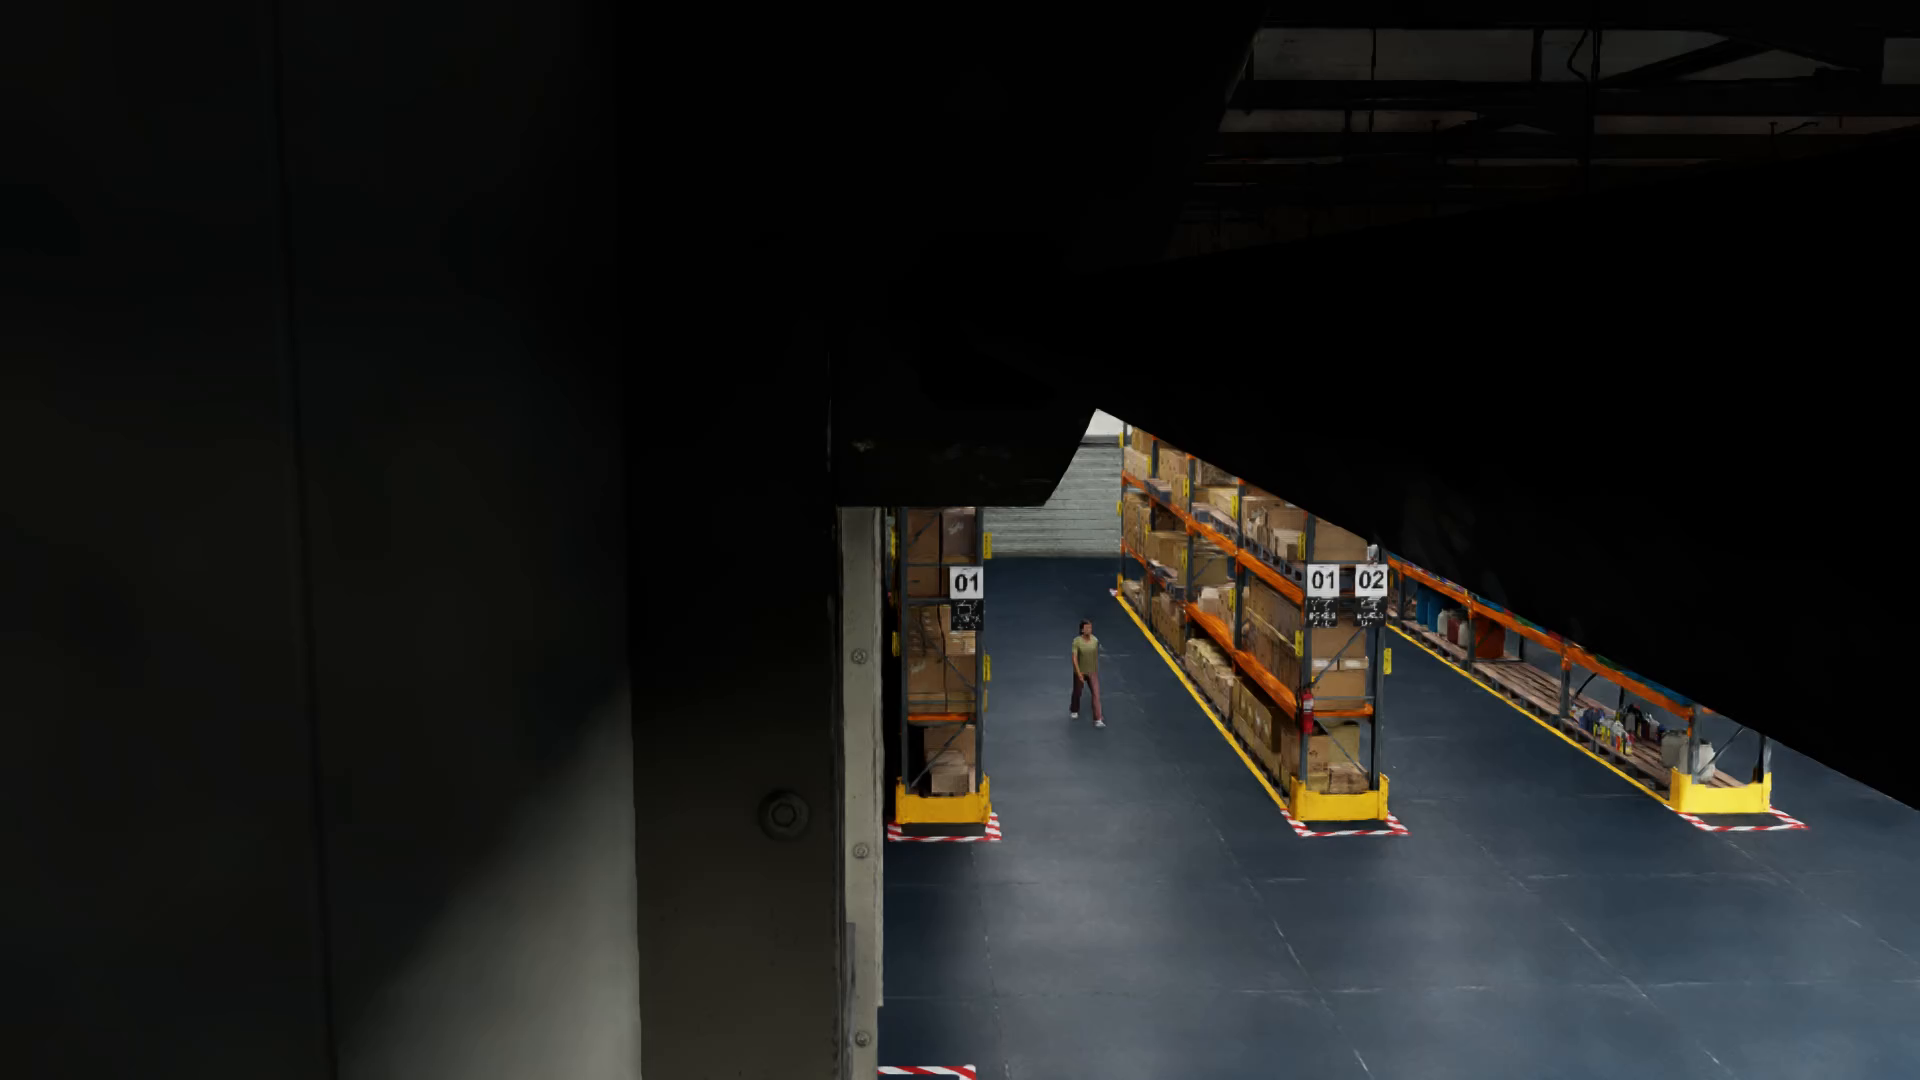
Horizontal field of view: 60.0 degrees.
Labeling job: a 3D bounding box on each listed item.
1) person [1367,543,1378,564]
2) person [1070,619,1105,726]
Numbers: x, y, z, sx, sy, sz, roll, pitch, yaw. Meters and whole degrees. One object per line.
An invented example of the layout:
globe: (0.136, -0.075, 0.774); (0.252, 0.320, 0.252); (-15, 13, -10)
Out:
person: (8.416, 0.633, 34.212); (0.547, 1.780, 0.639); (2, 8, 14)
person: (1.897, 1.988, 25.228); (0.446, 1.604, 1.016); (-1, 8, -10)
